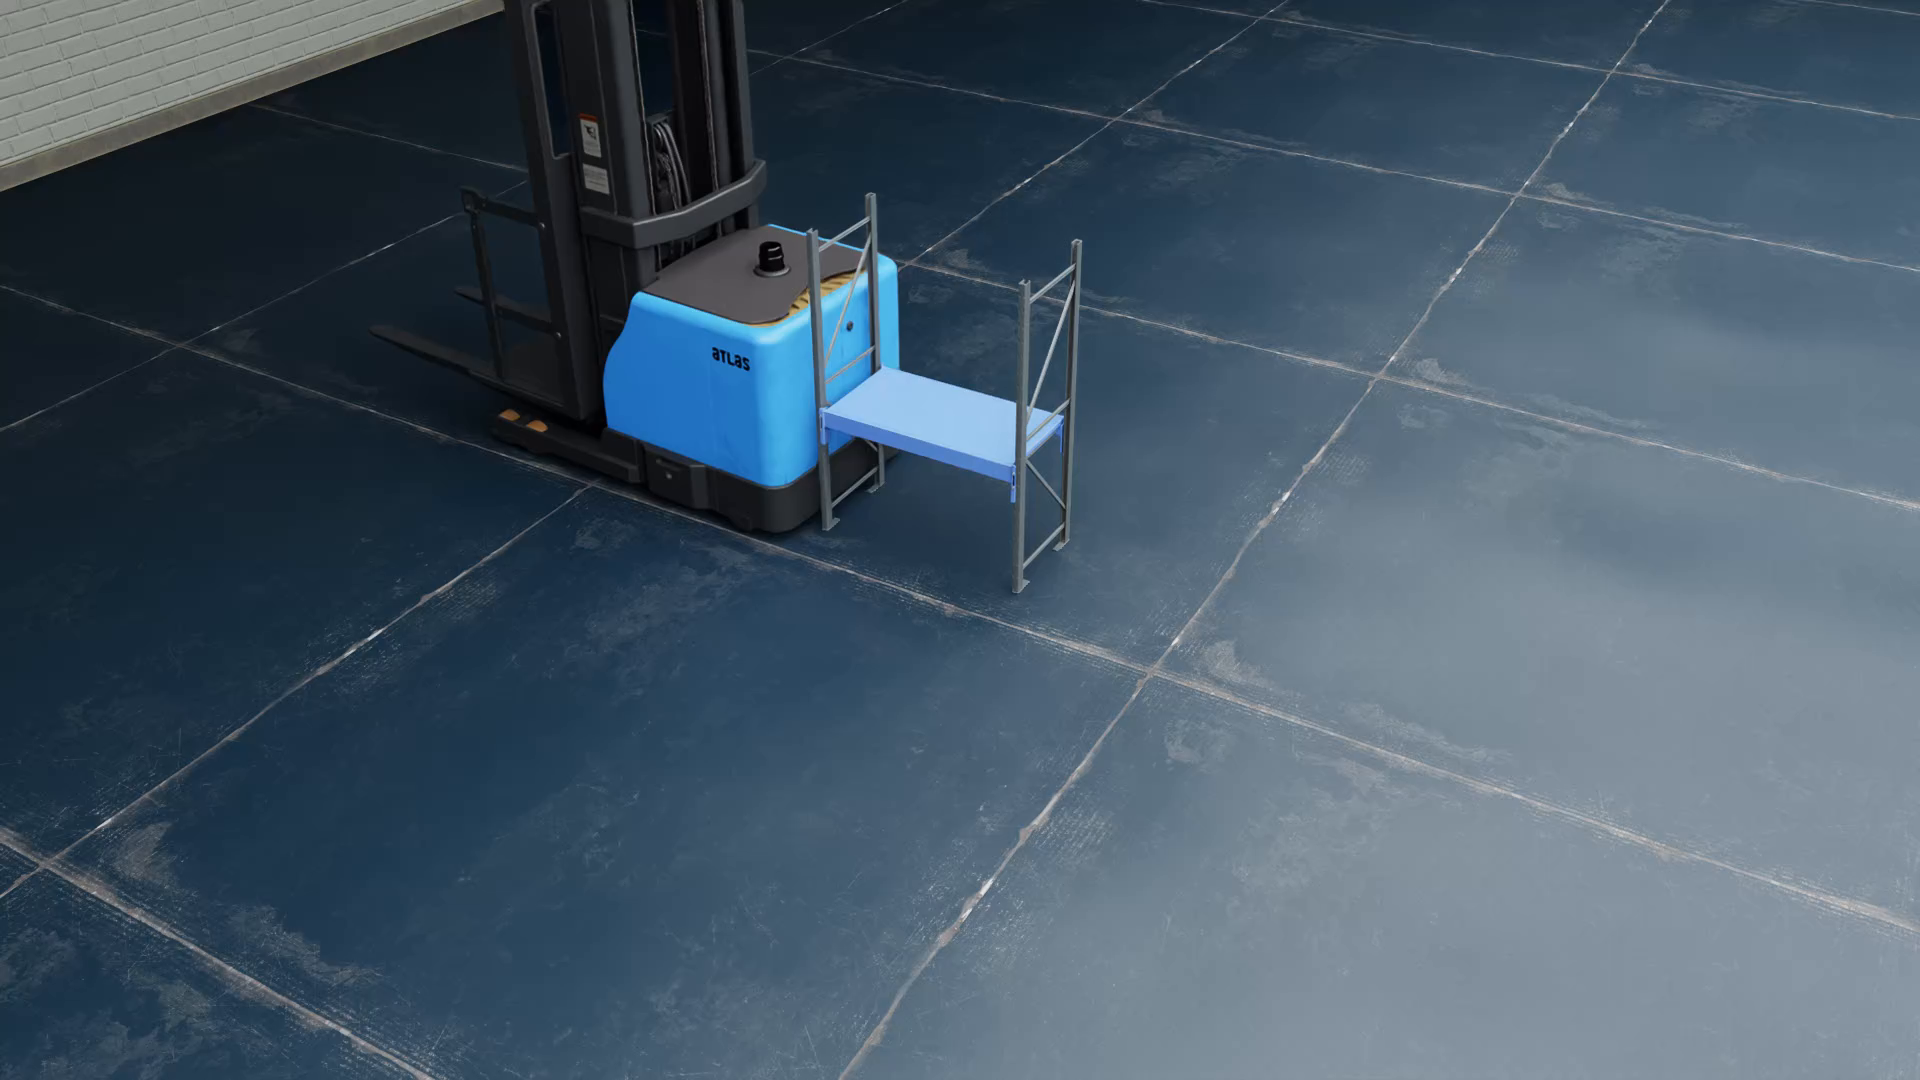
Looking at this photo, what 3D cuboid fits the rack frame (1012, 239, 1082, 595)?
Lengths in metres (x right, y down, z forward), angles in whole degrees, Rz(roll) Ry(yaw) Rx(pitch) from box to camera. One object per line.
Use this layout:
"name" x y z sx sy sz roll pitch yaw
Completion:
"rack frame" 0.370 -0.505 7.155 0.032 1.500 0.500 18 38 25

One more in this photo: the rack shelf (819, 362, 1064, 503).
"rack shelf" -0.070 -0.496 7.467 1.000 0.185 0.538 18 38 25

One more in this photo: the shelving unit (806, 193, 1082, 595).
"shelving unit" -0.070 -0.646 7.367 1.048 1.500 0.538 18 38 25

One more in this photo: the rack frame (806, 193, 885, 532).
"rack frame" -0.509 -0.788 7.580 0.032 1.500 0.500 18 38 25

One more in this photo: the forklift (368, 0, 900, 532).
"forklift" -1.790 -1.877 7.924 3.031 2.935 1.130 20 39 27
